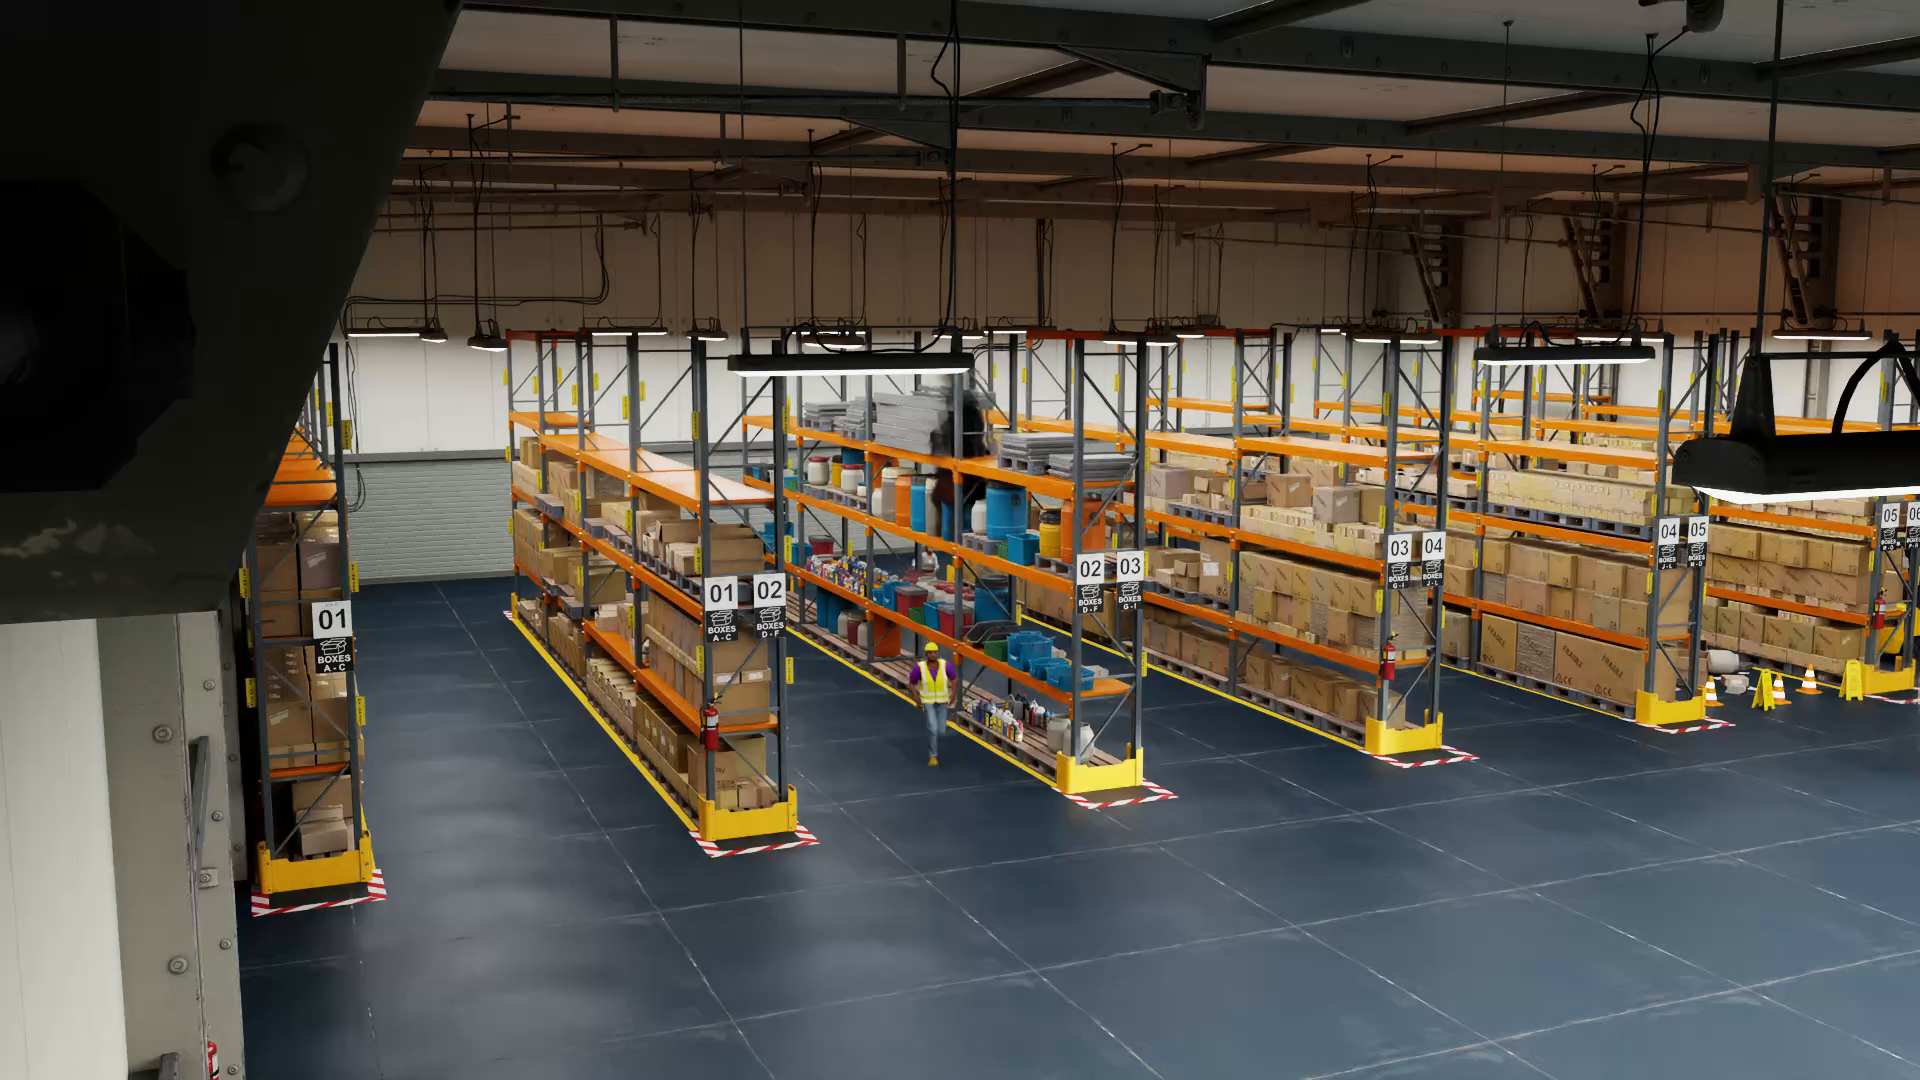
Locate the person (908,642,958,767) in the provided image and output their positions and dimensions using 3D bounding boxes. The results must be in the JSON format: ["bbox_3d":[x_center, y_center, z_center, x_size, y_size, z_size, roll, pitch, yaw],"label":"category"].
[{"bbox_3d":[-0.384,2.287,23.563,0.708,1.755,0.657,-2,8,-11],"label":"person"}]

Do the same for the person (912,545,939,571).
[{"bbox_3d":[-0.692,0.810,34.914,0.524,1.536,0.642,-4,9,-27],"label":"person"}]
